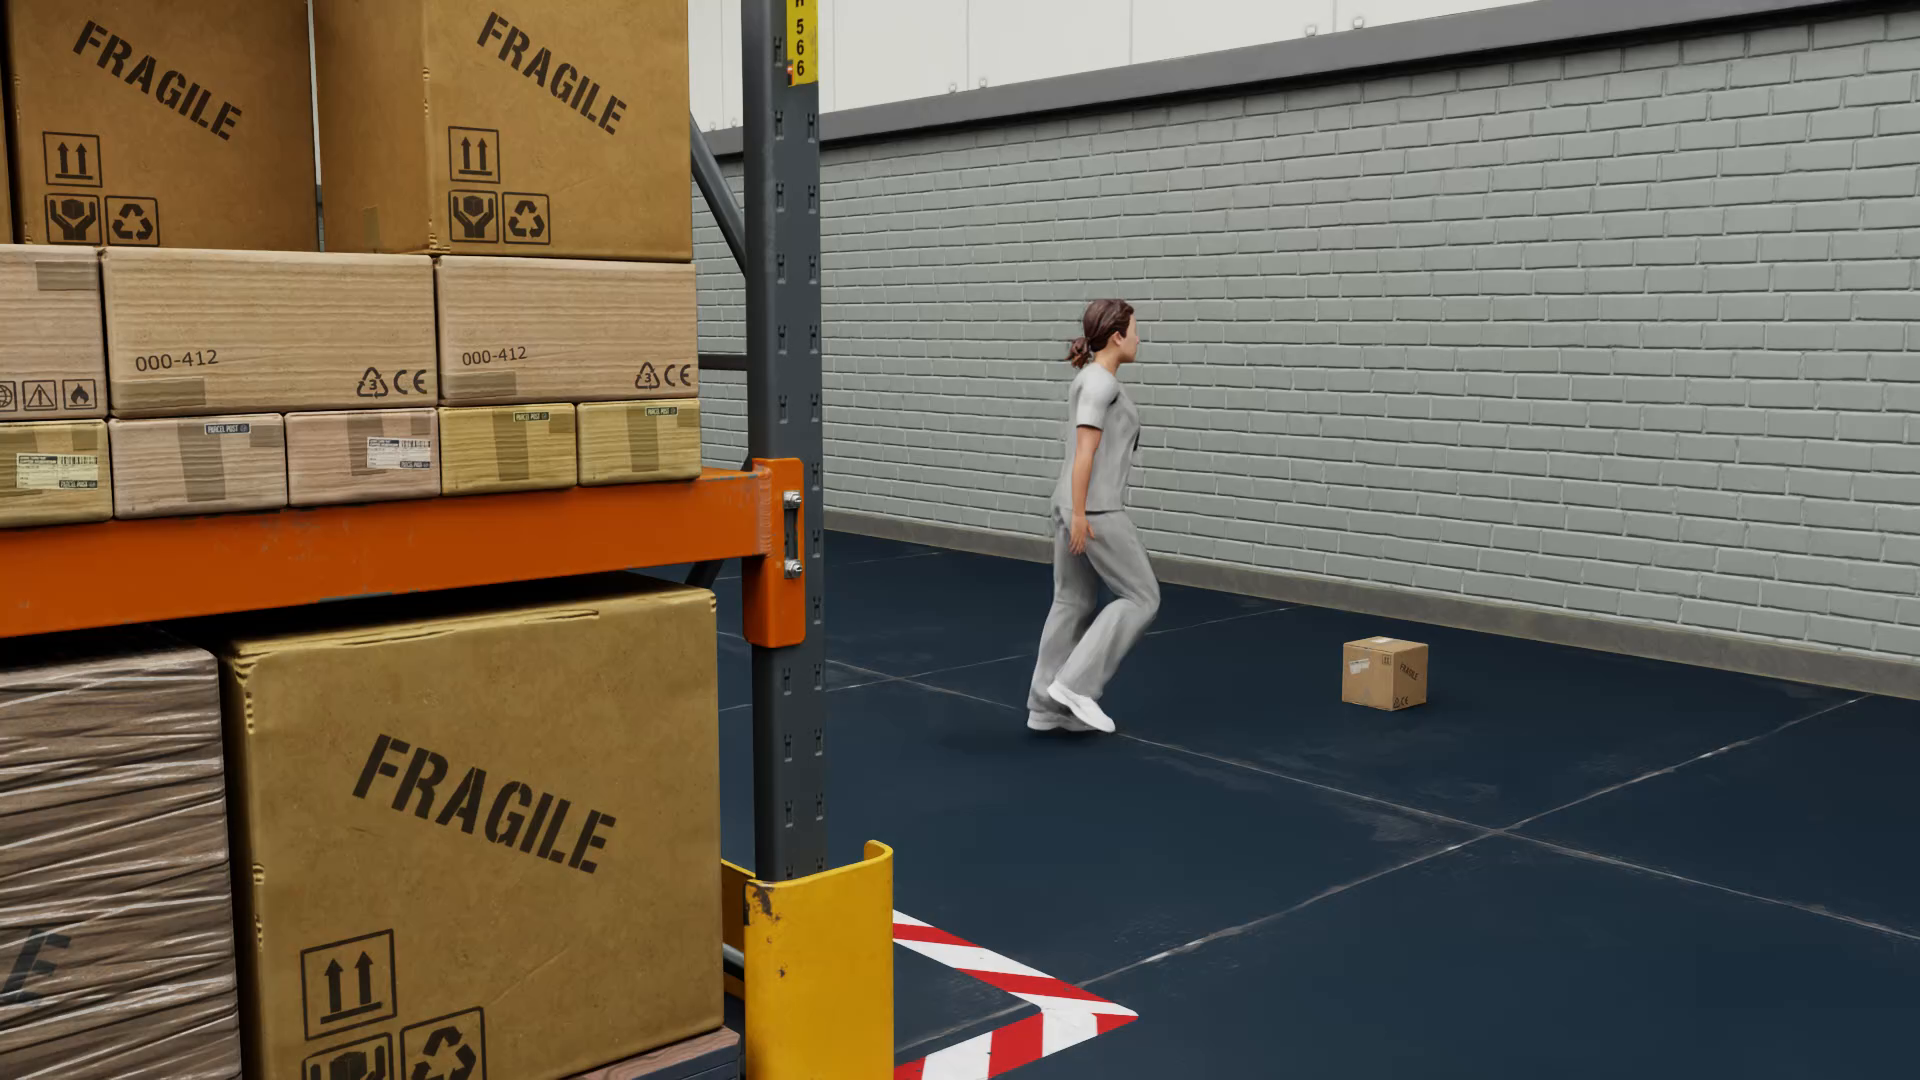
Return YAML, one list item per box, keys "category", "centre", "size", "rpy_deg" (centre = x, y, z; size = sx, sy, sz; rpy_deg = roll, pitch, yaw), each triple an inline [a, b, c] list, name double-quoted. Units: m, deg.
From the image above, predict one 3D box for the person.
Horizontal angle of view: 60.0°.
- category: "person"
  centre: [0.500, -0.089, 6.364]
  size: [0.487, 1.654, 0.482]
  rpy_deg: [-1, 8, -6]
